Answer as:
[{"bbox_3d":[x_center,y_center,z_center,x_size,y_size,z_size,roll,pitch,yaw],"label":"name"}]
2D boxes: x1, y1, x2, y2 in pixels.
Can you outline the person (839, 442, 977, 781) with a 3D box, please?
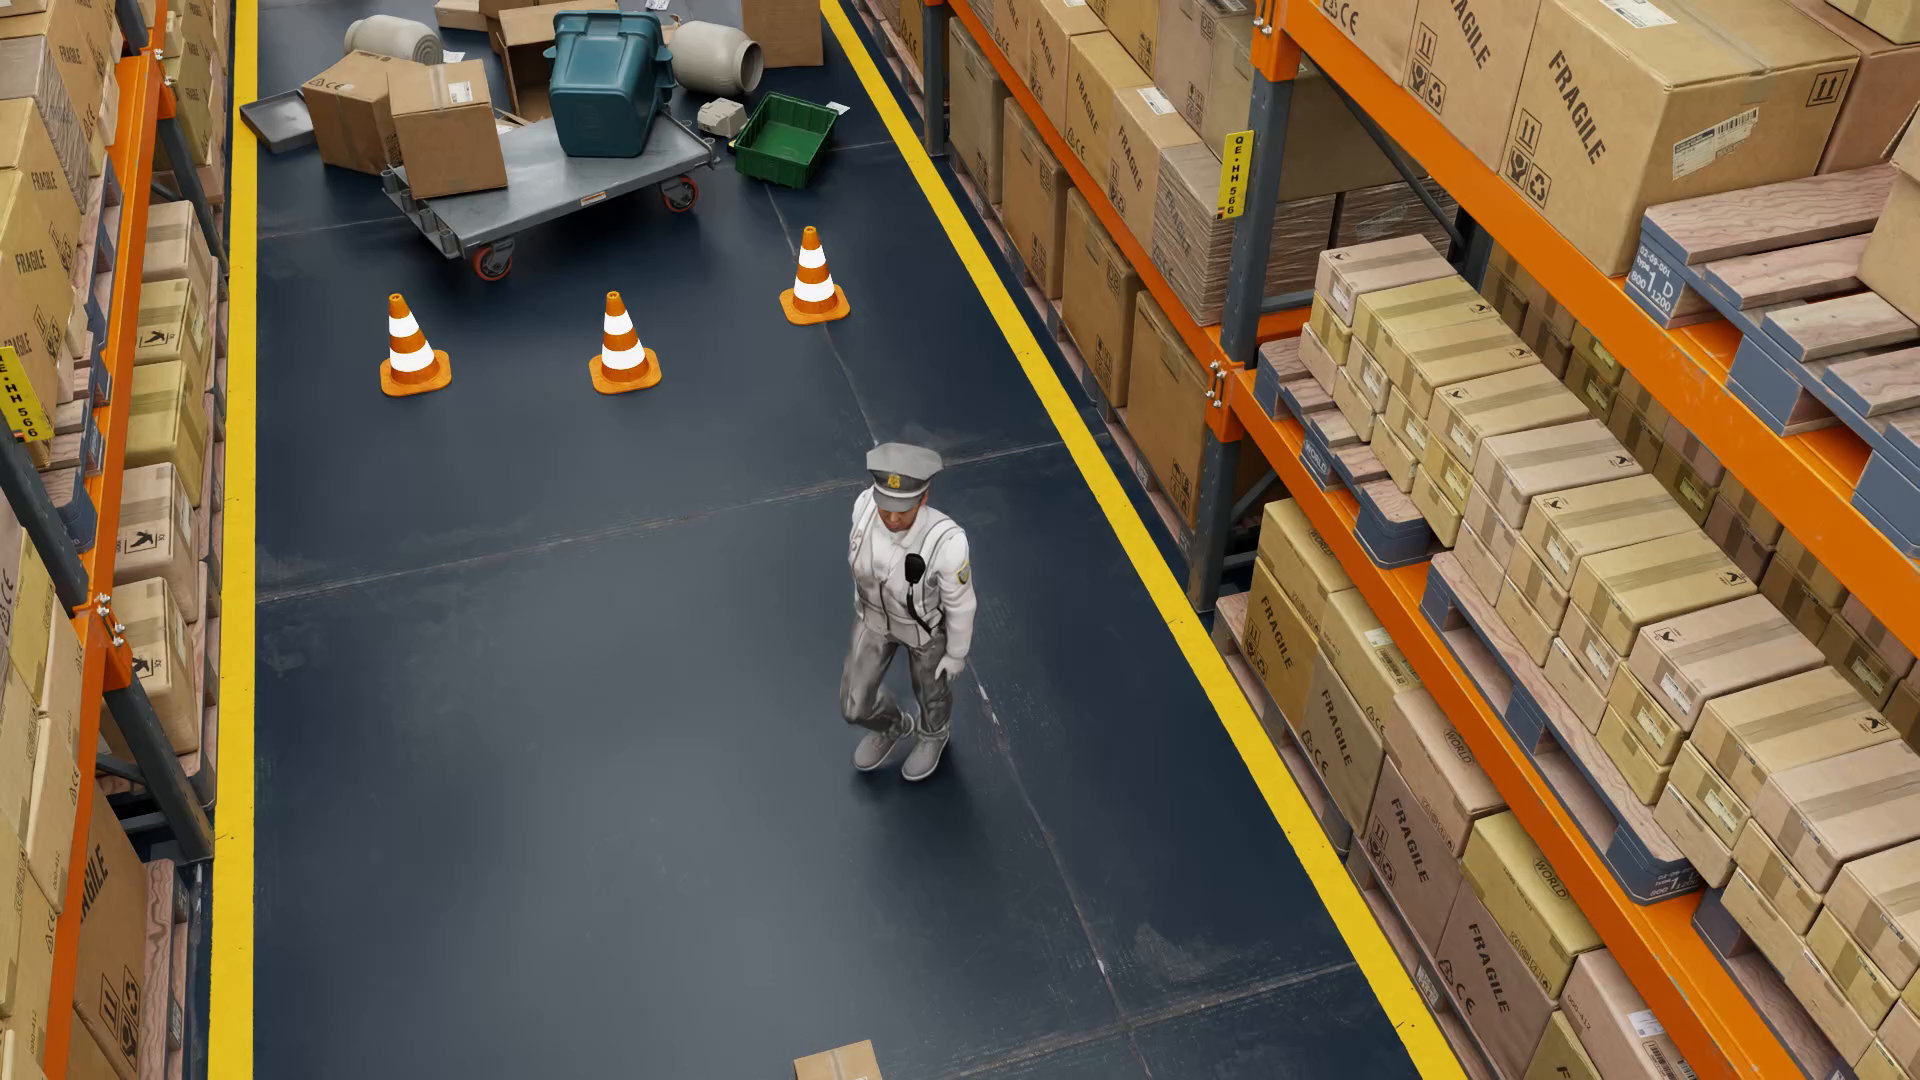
[{"bbox_3d":[-0.166,0.289,5.807,0.509,1.663,0.483,18,45,19],"label":"person"}]
